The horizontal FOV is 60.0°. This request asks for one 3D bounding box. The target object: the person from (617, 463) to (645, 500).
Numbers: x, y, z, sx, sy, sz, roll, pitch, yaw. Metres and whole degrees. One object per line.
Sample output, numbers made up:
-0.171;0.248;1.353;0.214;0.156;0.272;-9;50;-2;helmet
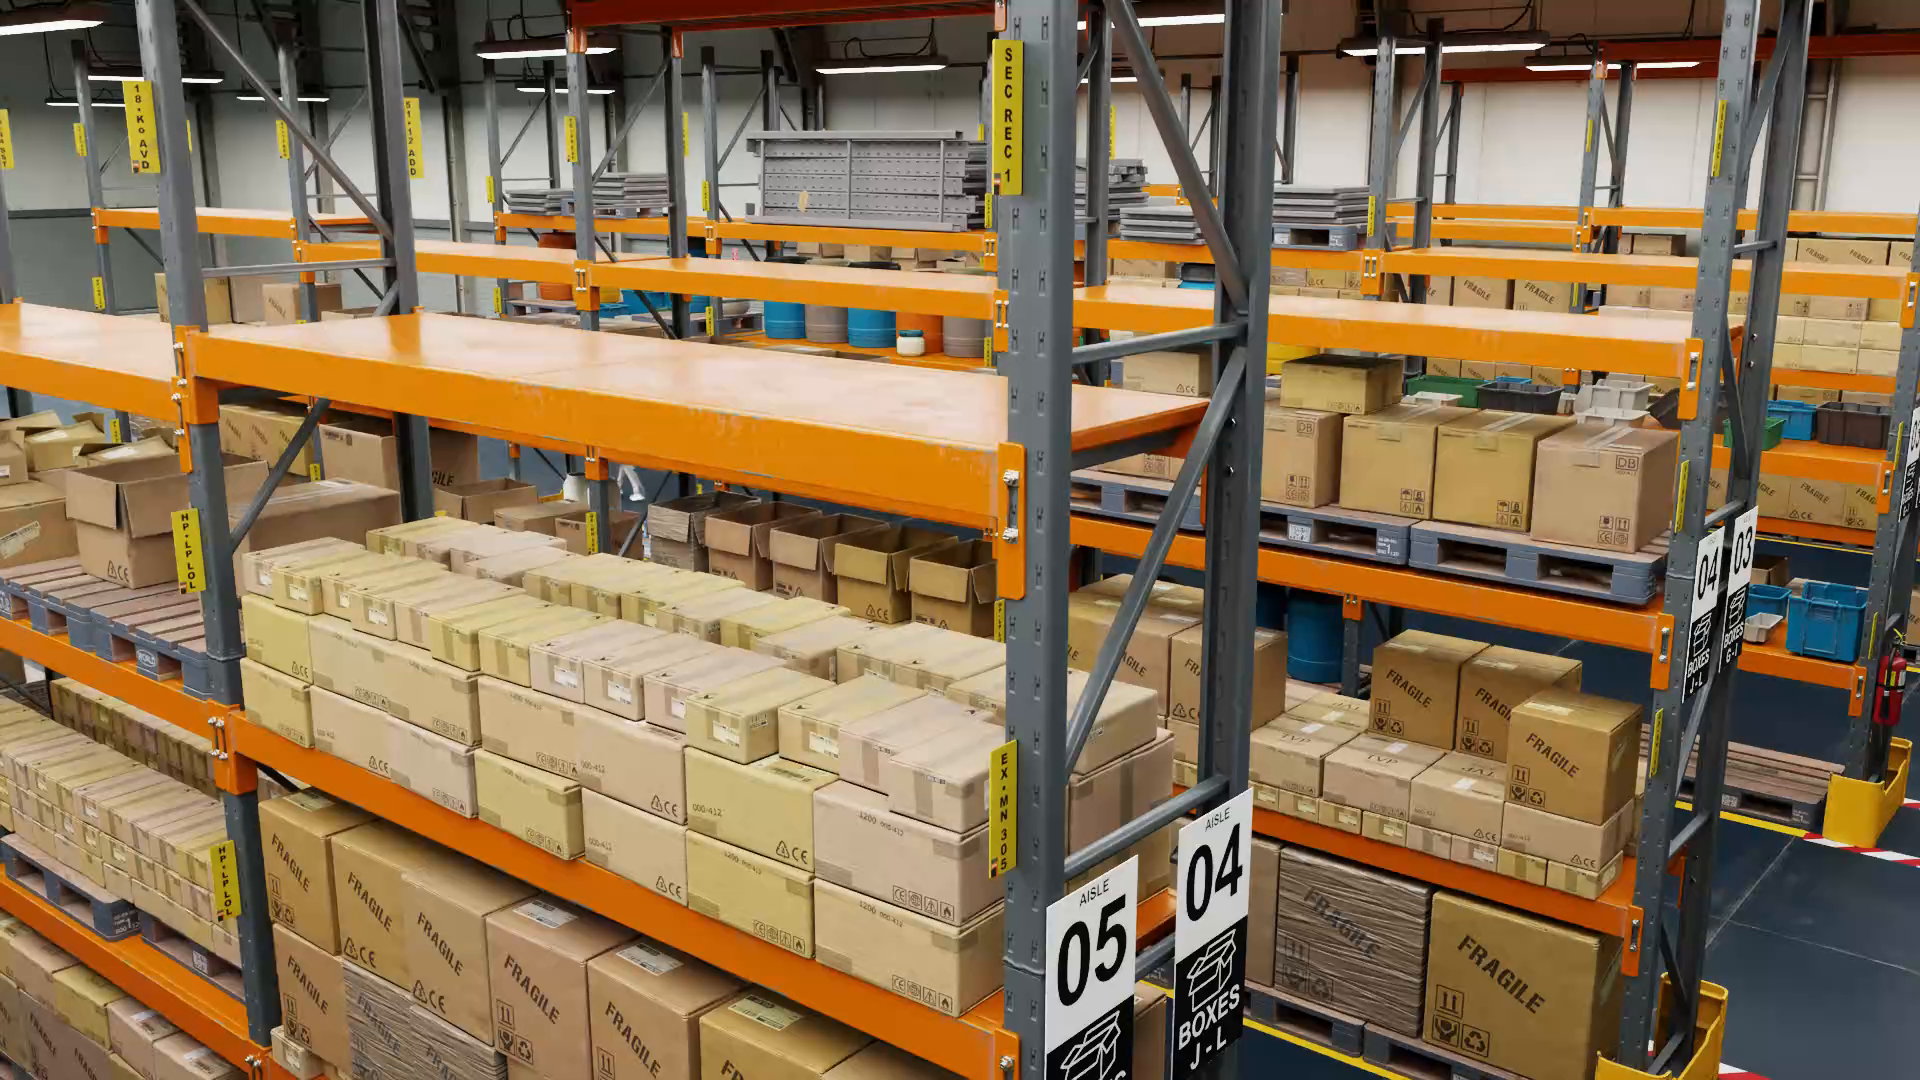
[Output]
-4.803;-1.347;23.605;0.954;1.514;0.449;12;18;41;person
